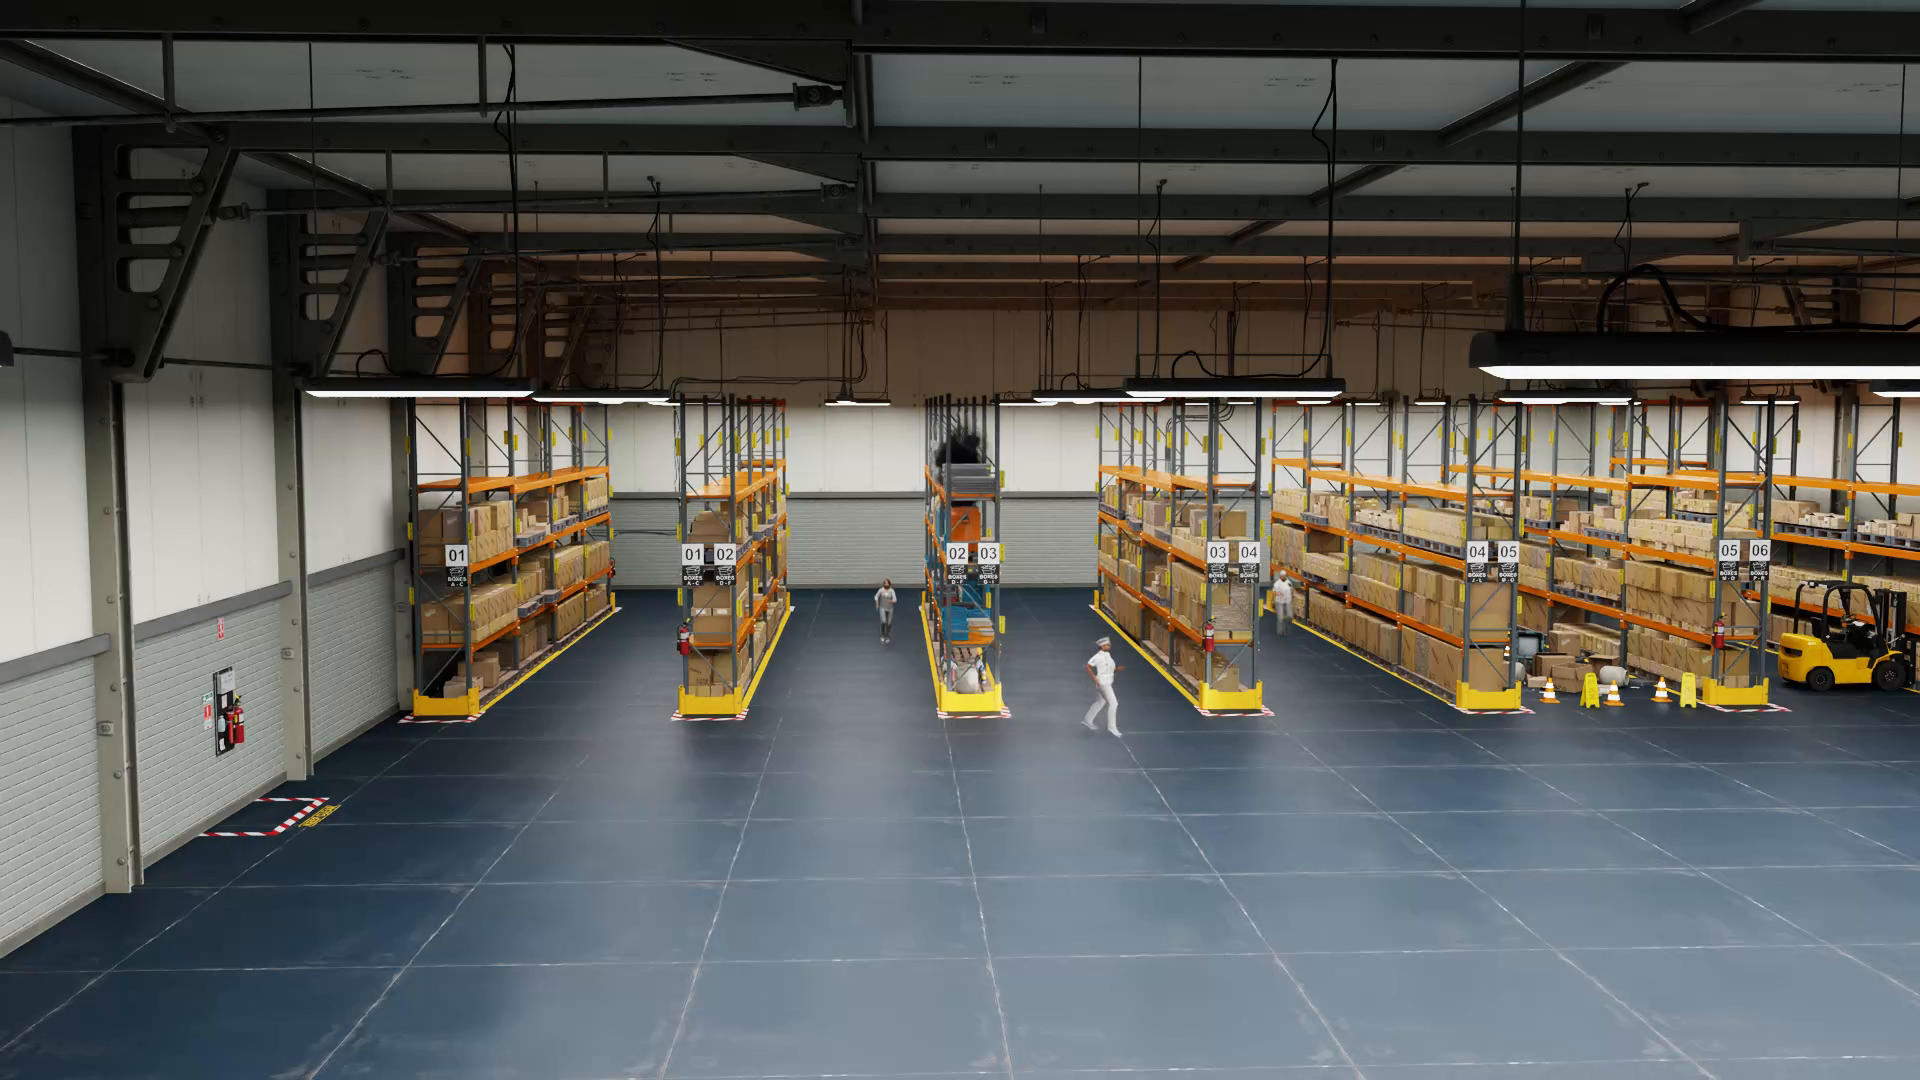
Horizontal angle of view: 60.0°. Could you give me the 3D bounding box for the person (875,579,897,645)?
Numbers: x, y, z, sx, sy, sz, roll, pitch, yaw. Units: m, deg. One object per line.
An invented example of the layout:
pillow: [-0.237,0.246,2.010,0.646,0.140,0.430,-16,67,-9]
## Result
person: [-1.793,1.736,40.338,0.504,1.604,0.672,-1,5,-8]

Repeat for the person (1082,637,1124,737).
person: [2.511,2.567,29.243,0.780,1.756,0.551,2,5,19]

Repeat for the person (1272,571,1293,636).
person: [8.154,1.603,41.810,0.587,1.660,0.610,0,5,-5]
